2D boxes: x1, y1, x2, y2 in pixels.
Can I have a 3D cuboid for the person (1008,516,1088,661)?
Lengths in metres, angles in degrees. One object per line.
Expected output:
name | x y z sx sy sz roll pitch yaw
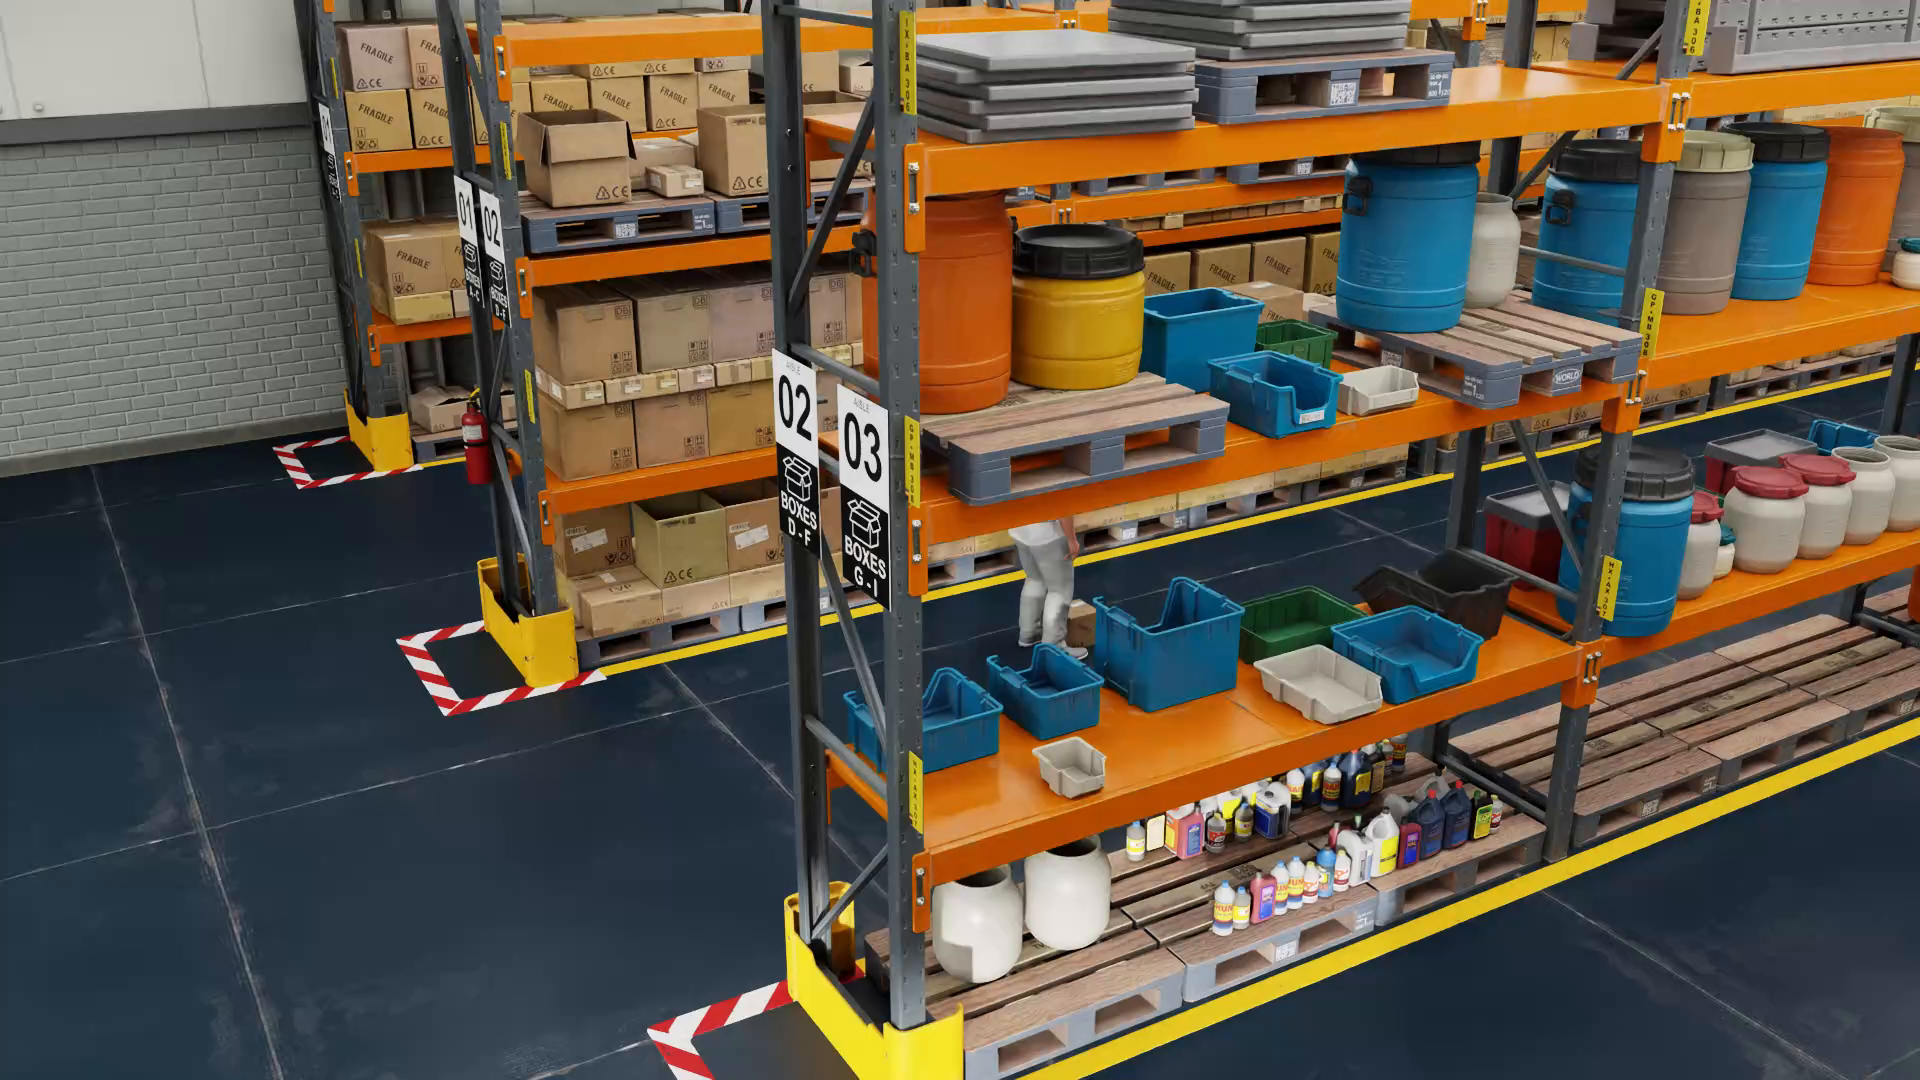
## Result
person | 0.568 -0.055 11.211 0.443 1.750 0.606 -14 26 -31
